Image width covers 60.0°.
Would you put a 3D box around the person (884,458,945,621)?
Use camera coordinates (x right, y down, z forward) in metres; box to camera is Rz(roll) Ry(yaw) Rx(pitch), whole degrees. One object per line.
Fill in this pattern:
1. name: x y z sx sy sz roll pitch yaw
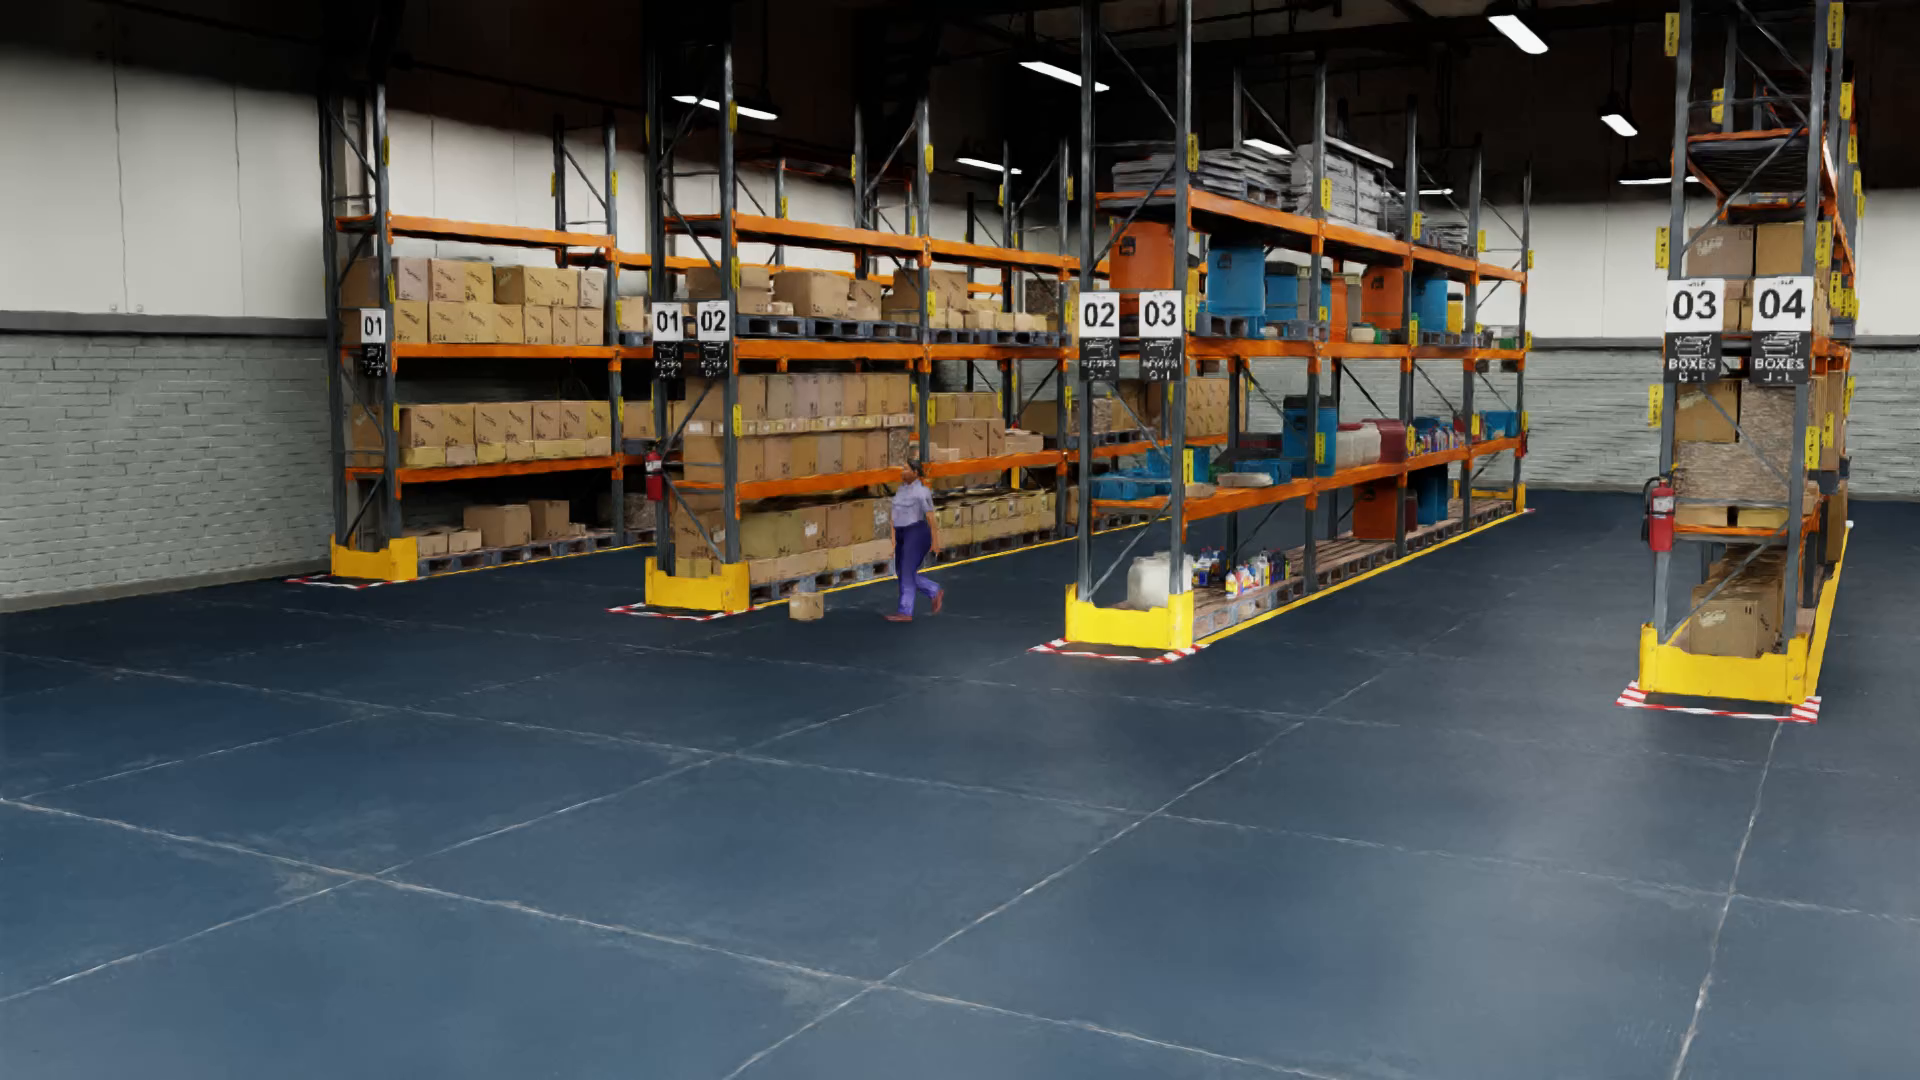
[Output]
1. person: -0.439 -0.015 16.597 0.800 1.613 0.504 -4 7 -36
